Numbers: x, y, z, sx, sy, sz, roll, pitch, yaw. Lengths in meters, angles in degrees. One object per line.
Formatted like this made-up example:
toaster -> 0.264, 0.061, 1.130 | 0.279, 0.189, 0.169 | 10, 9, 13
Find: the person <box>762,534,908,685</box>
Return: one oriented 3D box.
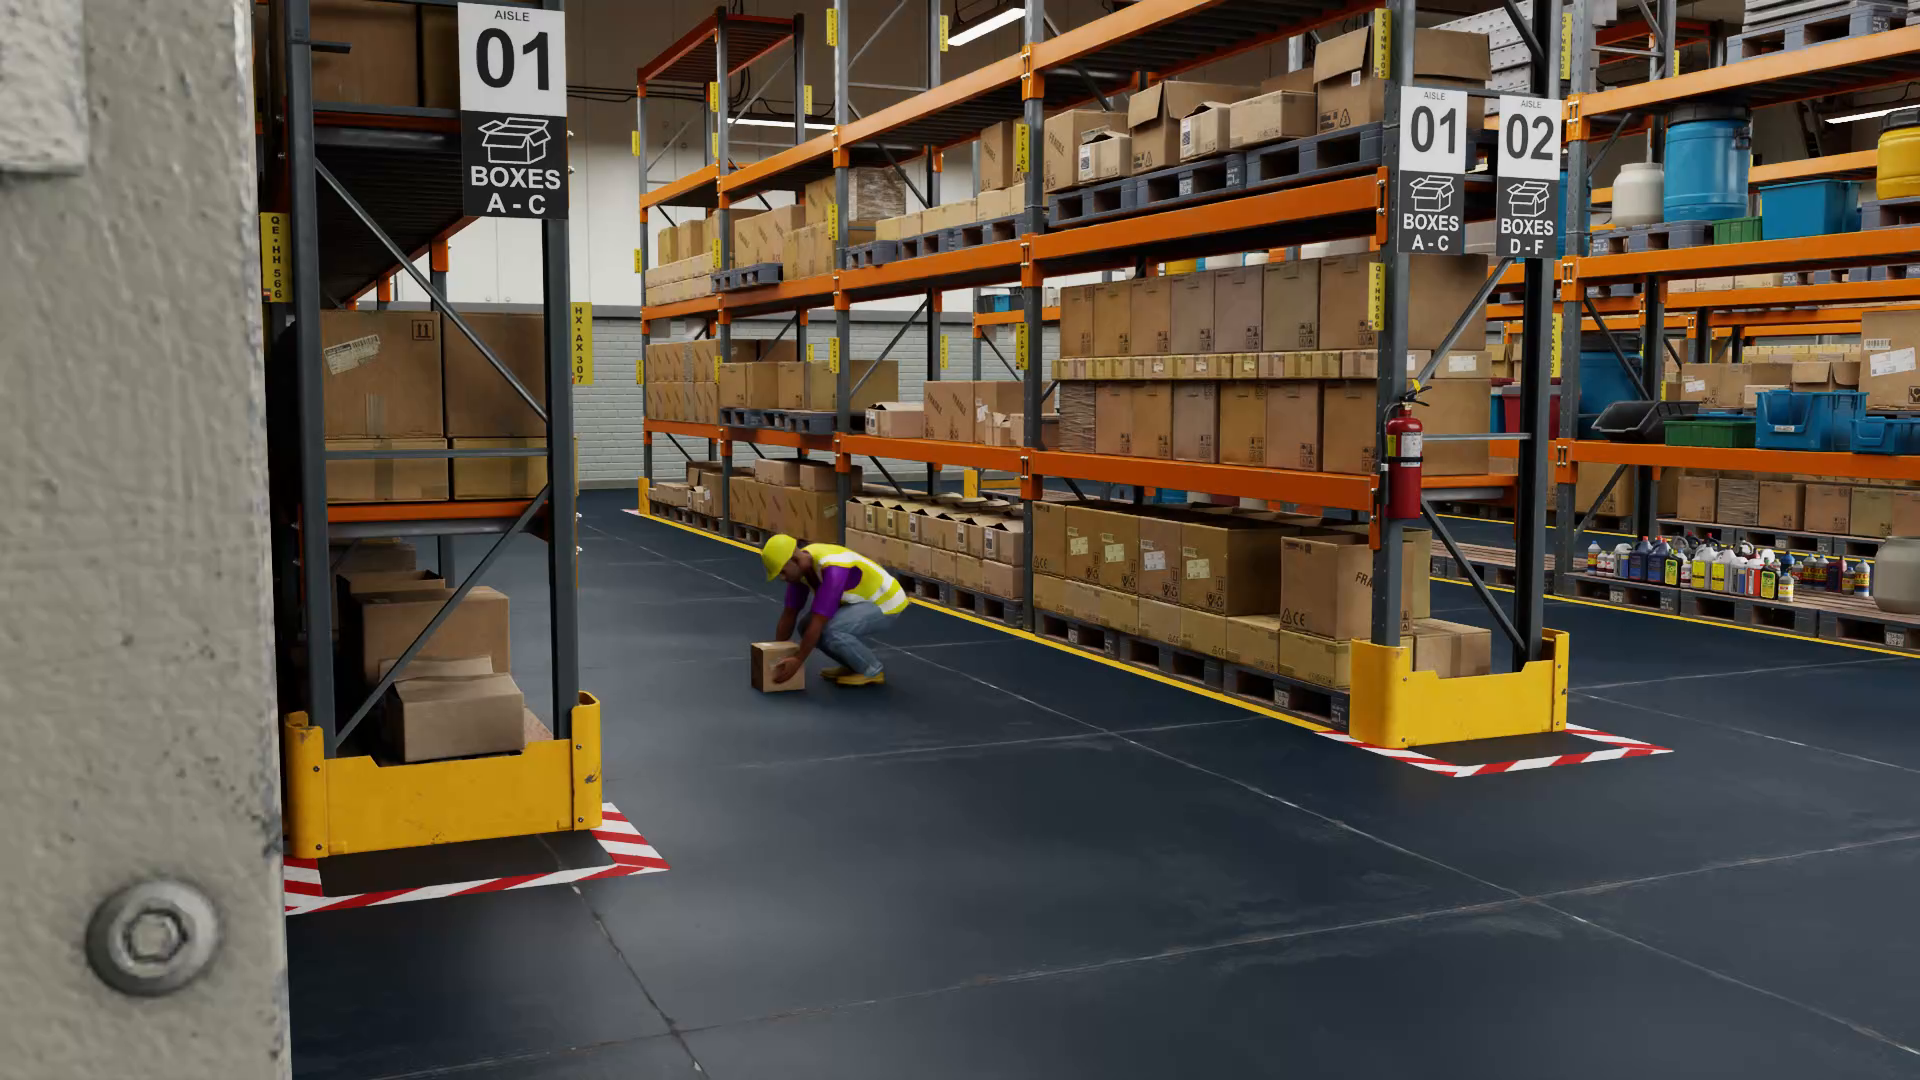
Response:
person -> -0.744, 0.405, 9.837 | 0.897, 0.914, 0.569 | -2, 6, -24
